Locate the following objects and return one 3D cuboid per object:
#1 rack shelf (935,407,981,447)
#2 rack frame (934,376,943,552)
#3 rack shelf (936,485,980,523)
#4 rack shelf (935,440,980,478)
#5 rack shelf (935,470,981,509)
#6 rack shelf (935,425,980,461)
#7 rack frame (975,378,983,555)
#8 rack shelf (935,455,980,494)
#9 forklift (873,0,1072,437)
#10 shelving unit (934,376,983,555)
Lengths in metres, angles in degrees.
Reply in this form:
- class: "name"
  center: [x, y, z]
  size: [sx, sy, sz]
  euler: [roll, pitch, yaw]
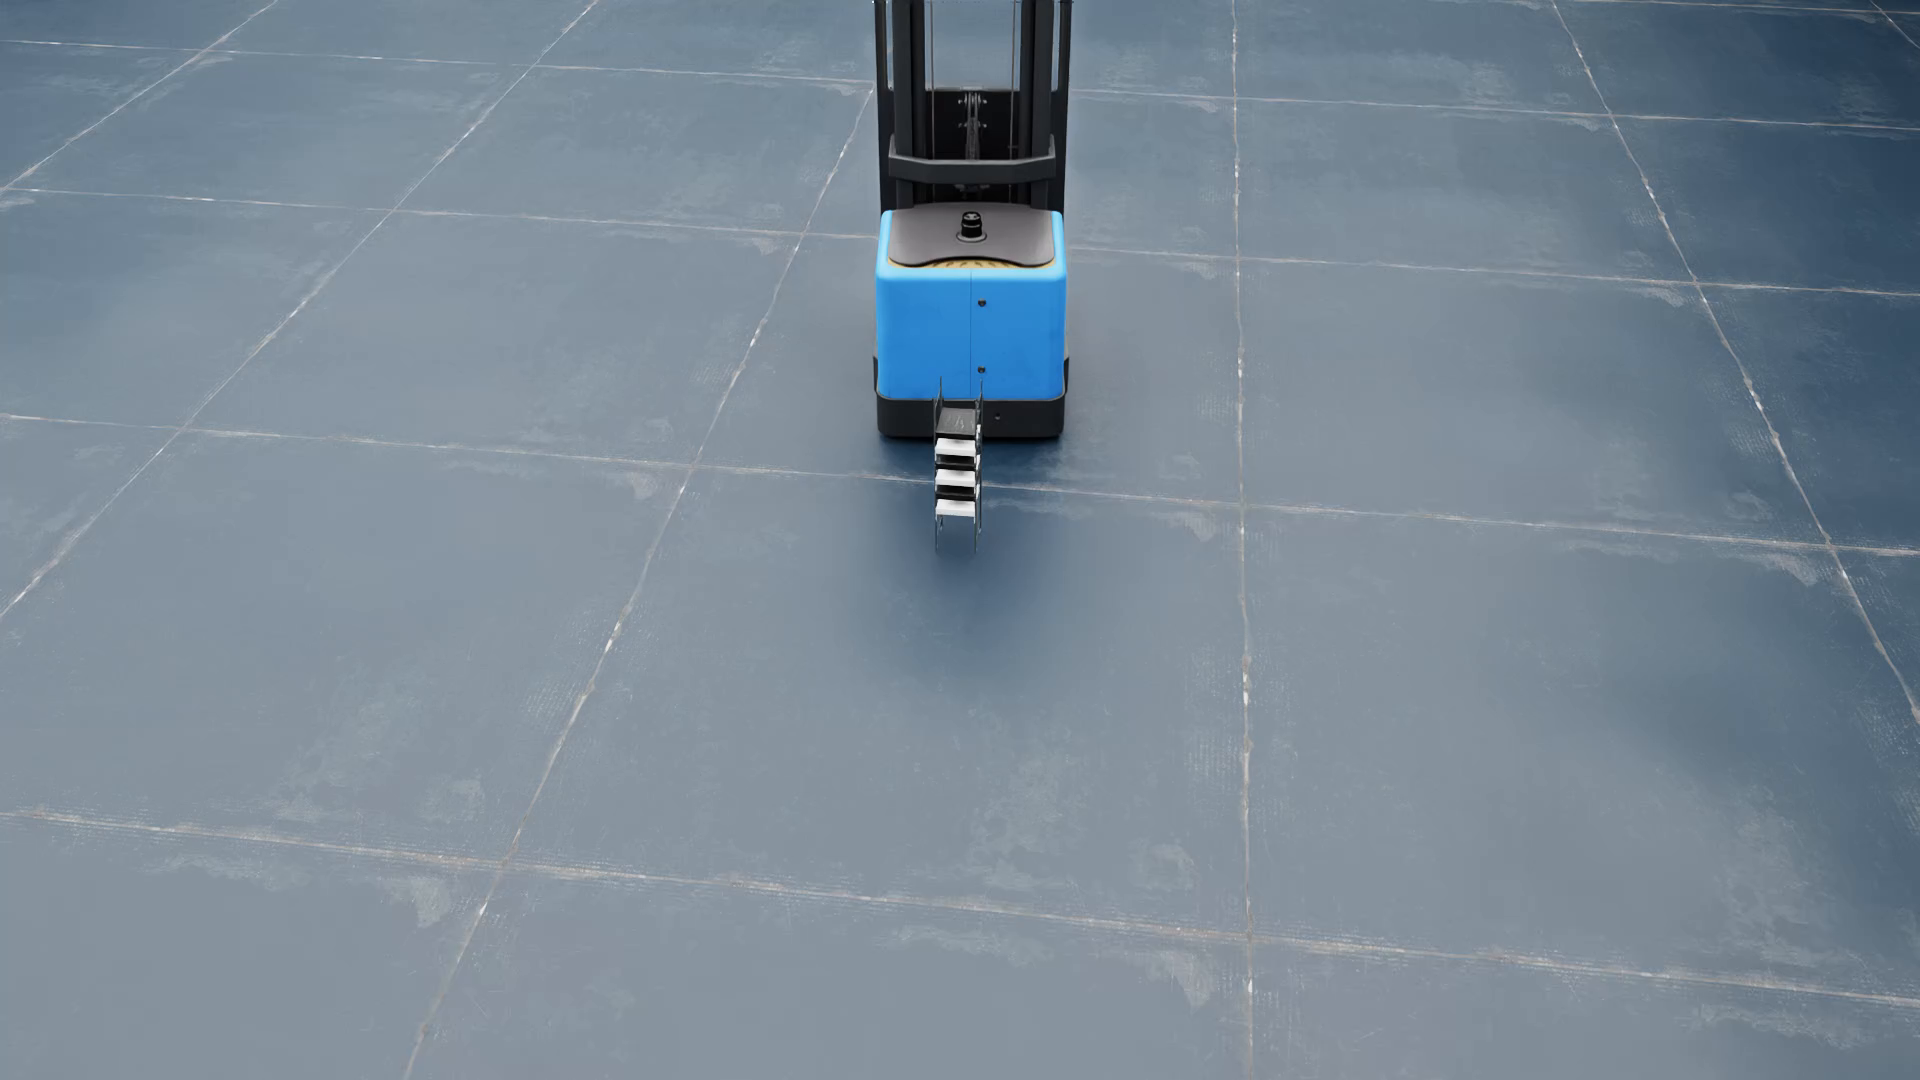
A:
- class: "rack shelf"
  center: [-0.008, -0.560, 8.209]
  size: [0.200, 0.077, 0.258]
  euler: [4, 36, 6]
- class: "rack frame"
  center: [-0.109, -0.374, 8.357]
  size: [0.006, 0.900, 0.240]
  euler: [4, 36, 6]
- class: "rack shelf"
  center: [-0.008, -0.193, 8.470]
  size: [0.200, 0.077, 0.258]
  euler: [4, 36, 6]
- class: "rack shelf"
  center: [-0.008, -0.413, 8.314]
  size: [0.200, 0.077, 0.258]
  euler: [4, 36, 6]
- class: "rack shelf"
  center: [-0.008, -0.267, 8.418]
  size: [0.200, 0.077, 0.258]
  euler: [4, 36, 6]
- class: "rack shelf"
  center: [-0.008, -0.486, 8.261]
  size: [0.200, 0.077, 0.258]
  euler: [4, 36, 6]
- class: "rack frame"
  center: [0.093, -0.359, 8.336]
  size: [0.006, 0.900, 0.240]
  euler: [4, 36, 6]
- class: "rack shelf"
  center: [-0.008, -0.340, 8.366]
  size: [0.200, 0.077, 0.258]
  euler: [4, 36, 6]
- class: "forklift"
  center: [0.074, -2.590, 9.713]
  size: [1.130, 2.935, 3.031]
  euler: [0, 36, 0]
- class: "shelving unit"
  center: [-0.008, -0.367, 8.346]
  size: [0.210, 0.900, 0.258]
  euler: [4, 36, 6]
